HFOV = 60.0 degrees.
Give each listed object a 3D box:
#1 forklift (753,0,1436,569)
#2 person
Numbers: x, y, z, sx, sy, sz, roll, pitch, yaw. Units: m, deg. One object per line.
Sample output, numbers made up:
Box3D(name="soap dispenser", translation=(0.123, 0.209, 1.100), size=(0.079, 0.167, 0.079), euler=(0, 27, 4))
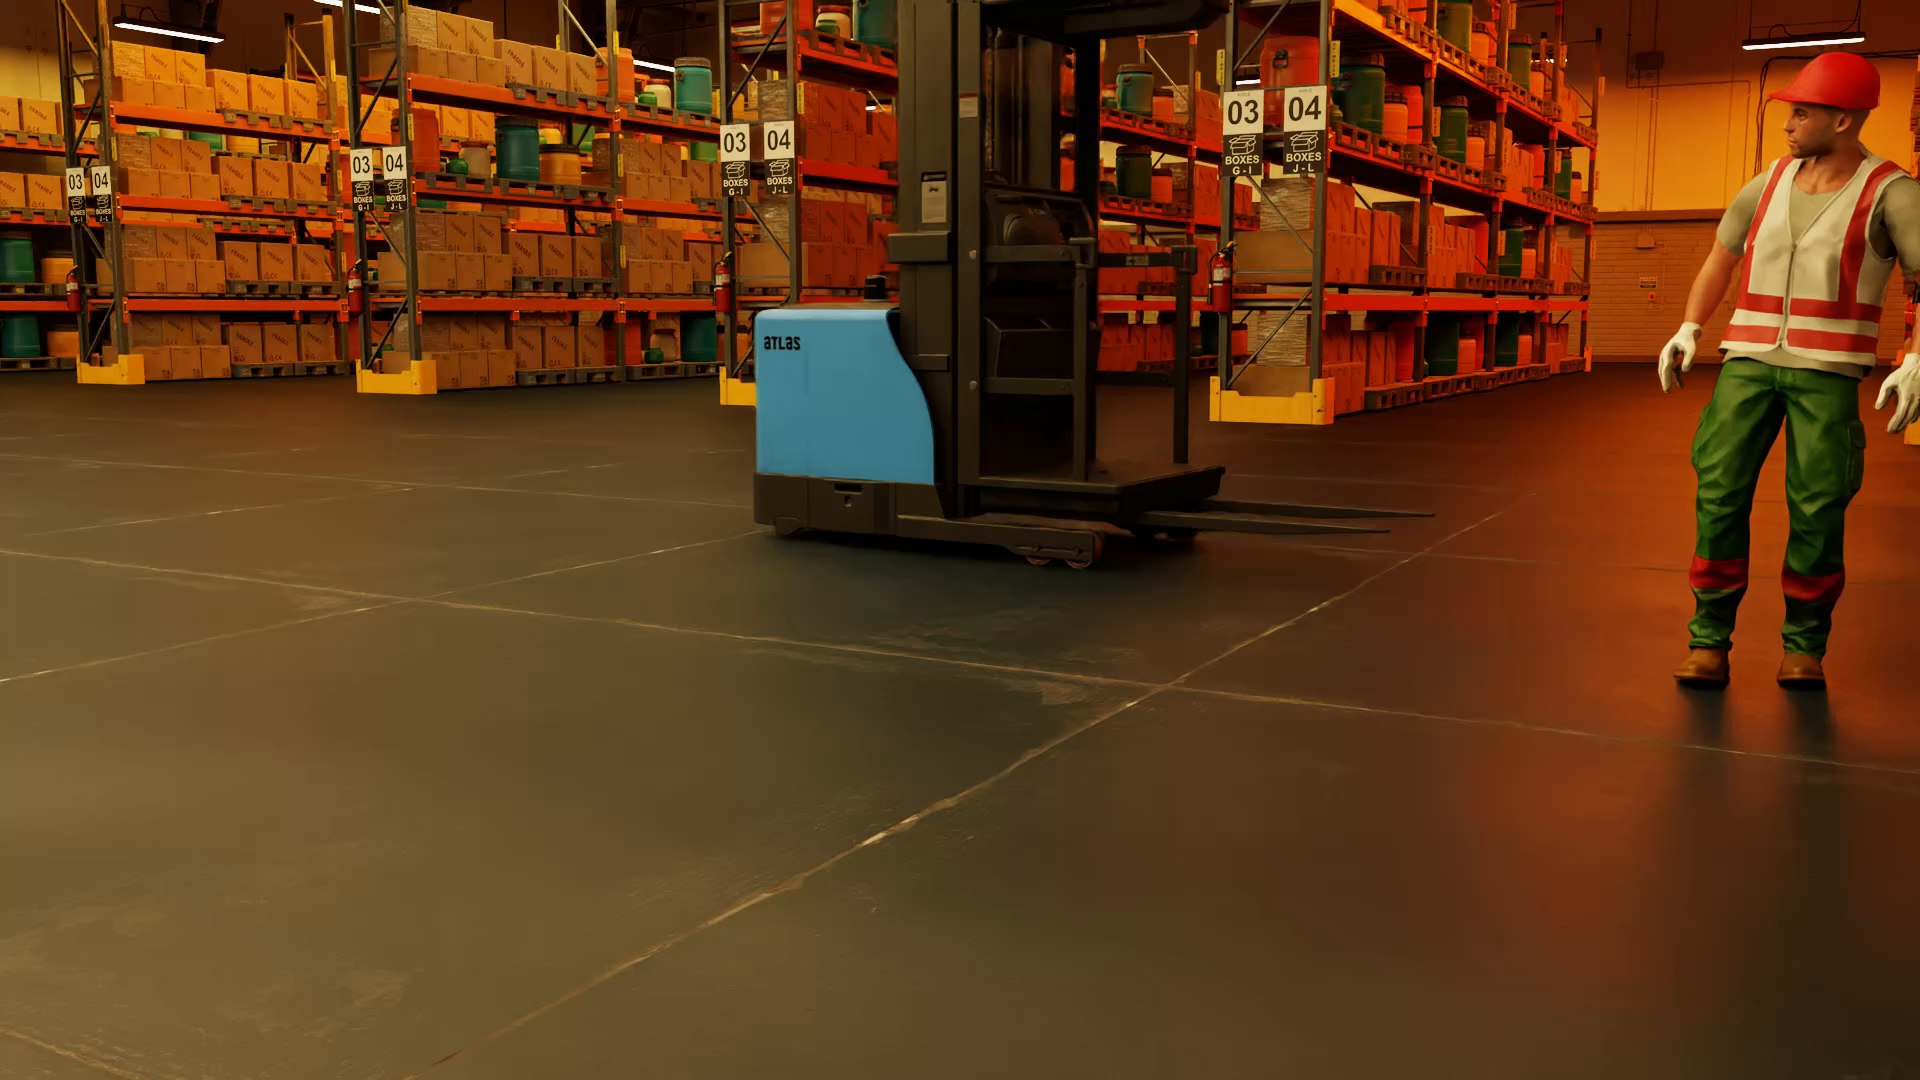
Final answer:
Box3D(name="forklift", translation=(0.540, -1.413, 7.334), size=(3.031, 2.935, 1.130), euler=(5, 9, 32))
Box3D(name="person", translation=(2.350, -0.463, 4.704), size=(0.761, 1.768, 0.504), euler=(7, 10, 41))
